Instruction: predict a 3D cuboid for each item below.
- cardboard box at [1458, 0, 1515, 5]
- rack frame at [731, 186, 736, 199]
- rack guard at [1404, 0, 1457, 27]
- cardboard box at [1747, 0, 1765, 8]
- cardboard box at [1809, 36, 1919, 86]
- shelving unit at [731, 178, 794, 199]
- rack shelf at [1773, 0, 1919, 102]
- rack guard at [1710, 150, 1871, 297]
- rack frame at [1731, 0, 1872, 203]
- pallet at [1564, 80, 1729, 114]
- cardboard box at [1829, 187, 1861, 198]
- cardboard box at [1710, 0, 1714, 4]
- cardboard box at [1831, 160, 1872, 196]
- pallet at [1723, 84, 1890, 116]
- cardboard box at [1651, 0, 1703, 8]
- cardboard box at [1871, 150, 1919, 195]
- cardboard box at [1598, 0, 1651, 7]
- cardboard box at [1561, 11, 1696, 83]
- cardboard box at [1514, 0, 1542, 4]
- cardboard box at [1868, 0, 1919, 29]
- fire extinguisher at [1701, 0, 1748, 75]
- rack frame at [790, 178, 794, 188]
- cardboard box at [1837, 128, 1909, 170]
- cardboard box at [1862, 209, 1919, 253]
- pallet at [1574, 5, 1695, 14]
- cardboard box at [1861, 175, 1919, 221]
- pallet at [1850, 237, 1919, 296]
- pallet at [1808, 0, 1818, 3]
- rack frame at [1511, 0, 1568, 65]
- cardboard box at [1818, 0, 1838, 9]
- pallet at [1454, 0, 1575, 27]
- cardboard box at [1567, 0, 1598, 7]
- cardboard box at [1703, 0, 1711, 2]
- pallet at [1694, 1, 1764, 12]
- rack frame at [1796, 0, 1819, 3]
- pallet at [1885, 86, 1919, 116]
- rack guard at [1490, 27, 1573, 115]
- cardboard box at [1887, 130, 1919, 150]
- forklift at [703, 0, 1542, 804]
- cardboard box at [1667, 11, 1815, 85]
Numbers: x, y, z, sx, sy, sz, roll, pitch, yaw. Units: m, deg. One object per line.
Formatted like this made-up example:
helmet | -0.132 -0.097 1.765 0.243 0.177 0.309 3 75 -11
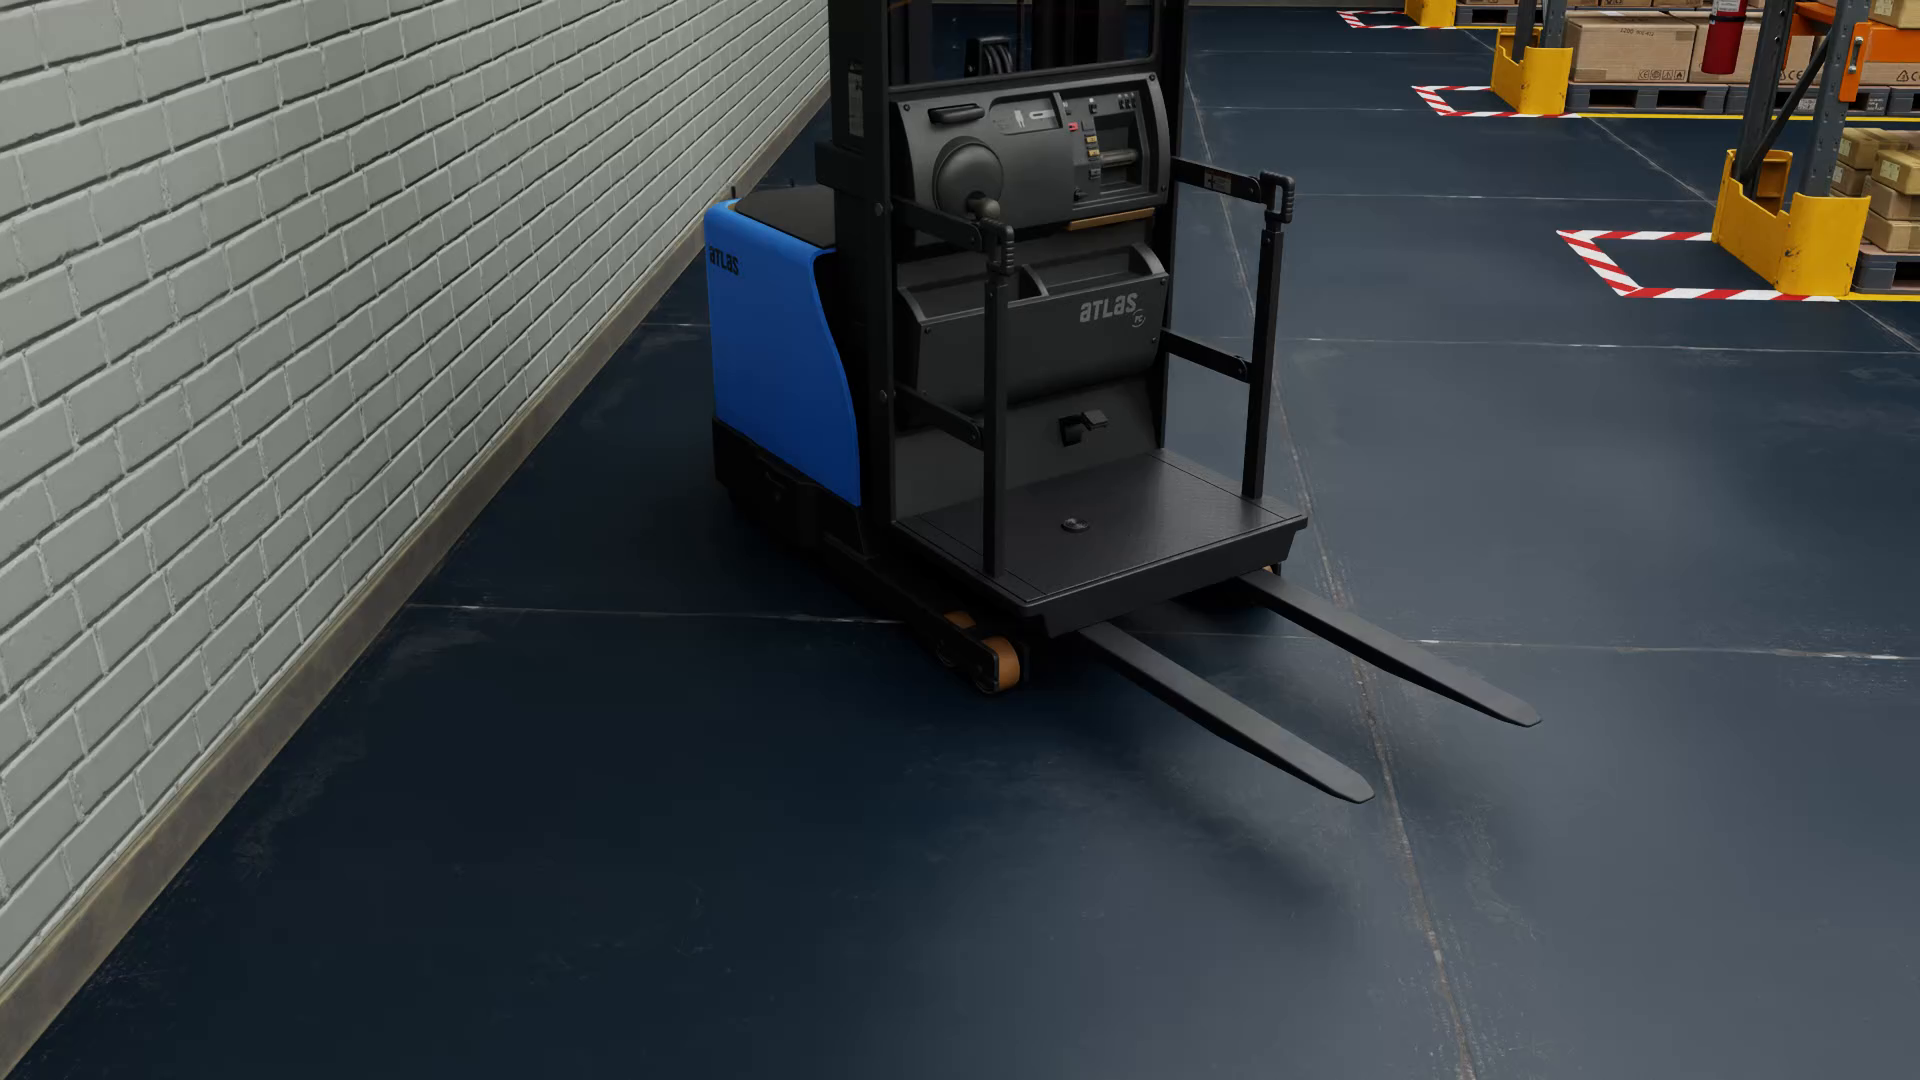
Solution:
cardboard box | 5.581 -5.980 17.641 0.637 0.503 0.797 1 25 2
rack frame | -0.769 -0.771 6.169 0.008 1.050 0.200 -16 29 -32
rack guard | 5.055 -5.844 17.853 0.348 0.500 1.175 2 25 4
cardboard box | 8.389 -5.645 17.338 0.250 0.149 0.380 1 25 2
cardboard box | 7.080 -3.905 13.212 0.875 0.438 0.875 1 25 2
shelving unit | -0.669 -0.800 6.233 0.252 1.050 0.215 -16 29 -32
rack shelf | 6.319 -2.456 8.360 4.000 0.370 1.077 2 25 4
rack guard | 4.400 -1.709 8.866 0.348 0.500 1.175 2 25 4
rack frame | 4.324 -2.847 8.349 0.127 3.000 1.000 2 25 4
pallet | 5.406 -3.653 13.437 1.213 0.211 1.003 2 25 4
cardboard box | 4.865 -1.813 9.009 0.250 0.149 0.380 2 25 5
cardboard box | 8.033 -5.710 17.339 0.258 0.266 0.396 3 25 6
cardboard box | 4.872 -1.980 9.016 0.250 0.149 0.380 1 25 3
pallet | 6.619 -3.613 13.350 1.213 0.211 1.003 2 25 4
cardboard box | 7.466 -5.902 17.475 0.500 0.500 0.700 1 25 2
cardboard box | 4.821 -1.854 8.388 0.250 0.149 0.380 1 25 2
cardboard box | 6.950 -5.876 17.420 0.500 0.500 0.500 2 25 5
cardboard box | 5.268 -3.961 13.332 0.875 0.438 0.875 1 25 2
cardboard box | 6.002 -5.789 17.651 0.250 0.149 0.380 1 25 2
cardboard box | 4.622 -2.586 8.082 0.250 0.149 0.380 2 25 4
fire extinguisher | 4.109 -2.843 8.878 0.183 0.674 0.296 2 25 4
rack frame | -0.569 -0.830 6.297 0.008 1.050 0.200 -16 29 -32
cardboard box | 4.872 -2.102 8.925 0.250 0.149 0.380 2 25 5
cardboard box | 4.822 -1.592 8.530 0.250 0.149 0.380 2 25 5
pallet | 7.063 -5.648 17.771 1.213 0.211 1.003 2 25 4
cardboard box | 4.827 -1.754 8.526 0.250 0.149 0.380 3 25 6
pallet | 5.207 -1.537 8.838 1.213 0.211 1.003 2 25 4
pallet | 9.781 -5.577 17.618 1.213 0.211 1.003 2 25 4
rack frame | 4.603 -4.913 12.839 0.127 3.000 1.000 2 25 4
cardboard box | 4.671 -2.840 8.635 0.250 0.149 0.380 2 25 4
pallet | 5.850 -5.688 17.859 1.213 0.211 1.003 2 25 4
cardboard box | 6.431 -5.935 17.547 0.500 0.500 0.700 3 25 6
cardboard box | 7.894 -5.883 17.856 0.250 0.149 0.380 2 25 3
pallet | 8.282 -5.610 17.689 1.213 0.211 1.003 2 25 4
rack frame | 8.967 -6.854 17.057 0.127 3.000 1.000 2 25 4
pallet | 7.839 -3.575 13.268 1.213 0.211 1.003 2 25 4
rack guard | 4.579 -3.778 13.364 0.348 0.500 1.175 2 25 4
cardboard box | 5.118 -2.070 8.856 0.250 0.149 0.380 2 25 5
forklift | 0.352 -1.116 4.670 1.130 2.935 3.031 -16 29 -31
cardboard box | 6.181 -3.935 13.276 0.875 0.438 0.875 2 25 5
